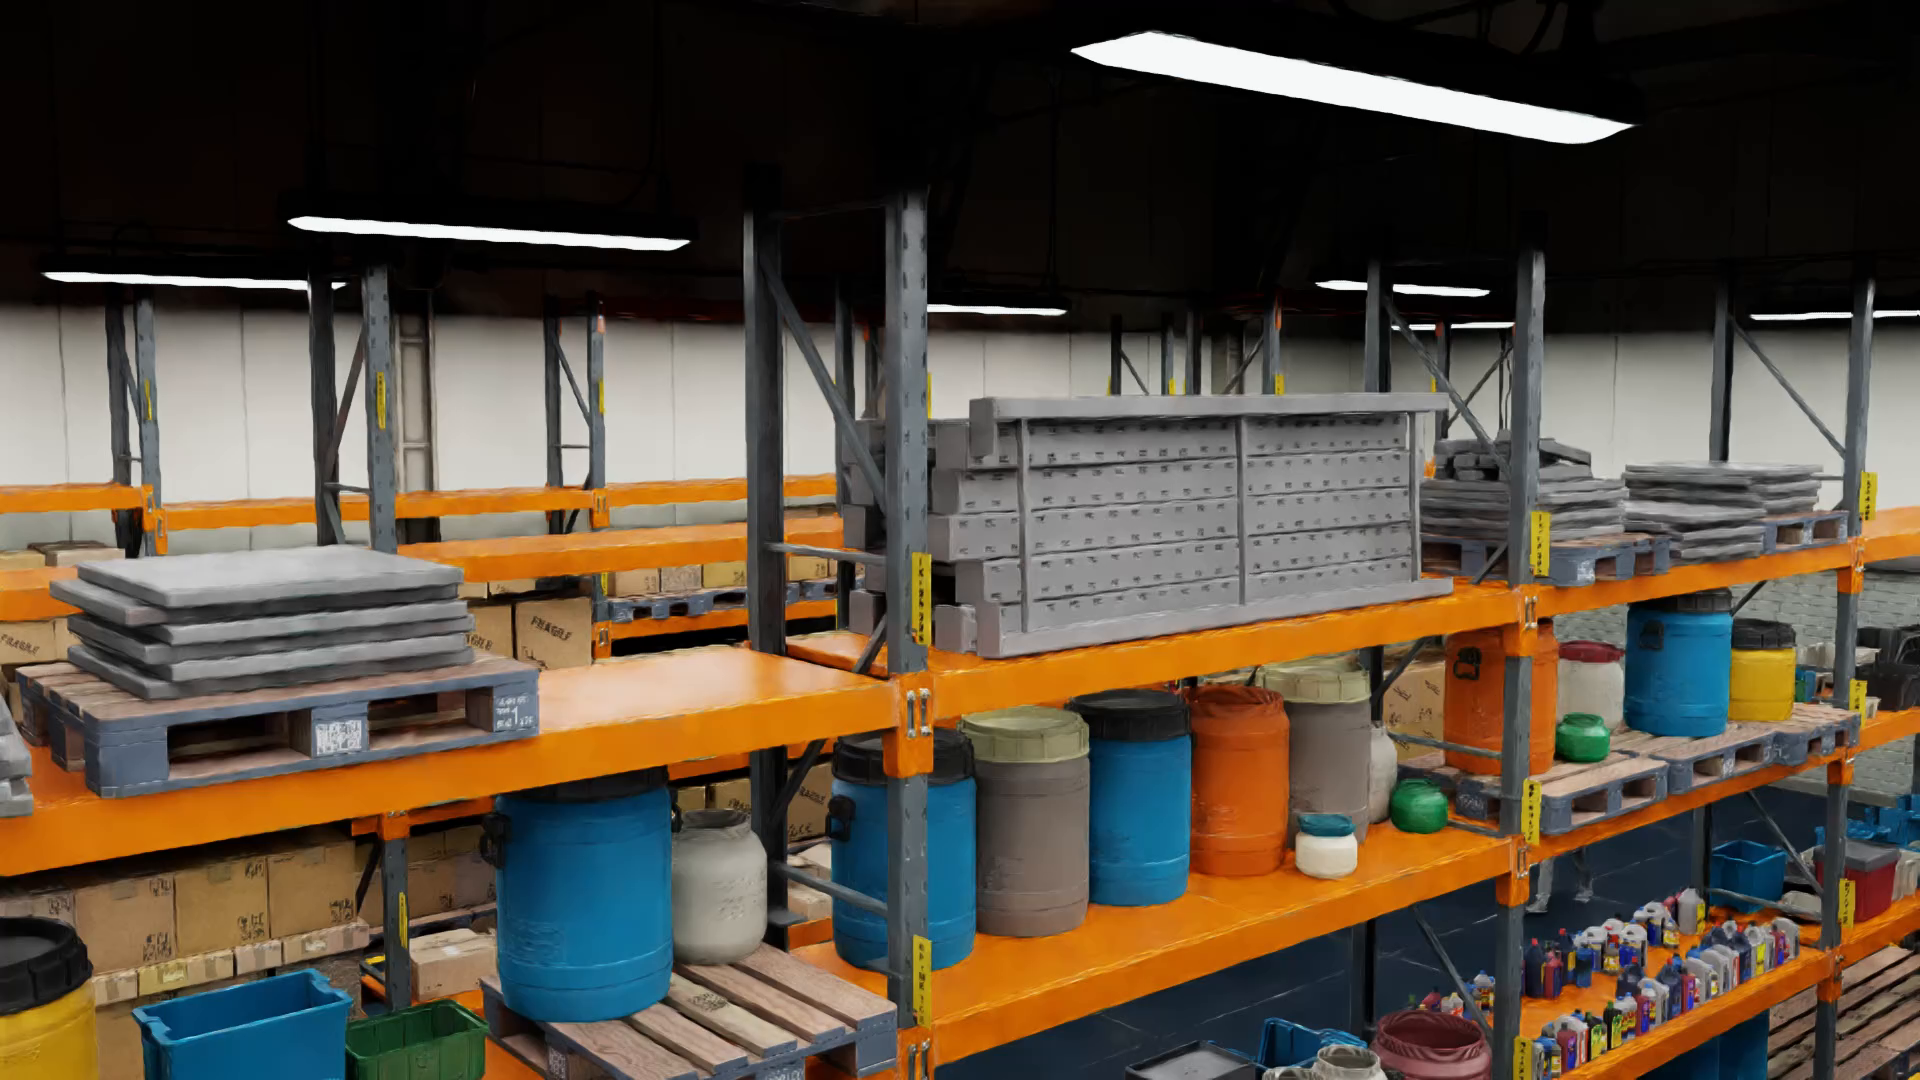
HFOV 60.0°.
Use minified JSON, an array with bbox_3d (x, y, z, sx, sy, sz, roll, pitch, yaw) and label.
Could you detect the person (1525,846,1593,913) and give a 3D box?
[{"bbox_3d":[5.893,2.793,16.177,0.997,1.625,0.500,-5,7,-41],"label":"person"}]
